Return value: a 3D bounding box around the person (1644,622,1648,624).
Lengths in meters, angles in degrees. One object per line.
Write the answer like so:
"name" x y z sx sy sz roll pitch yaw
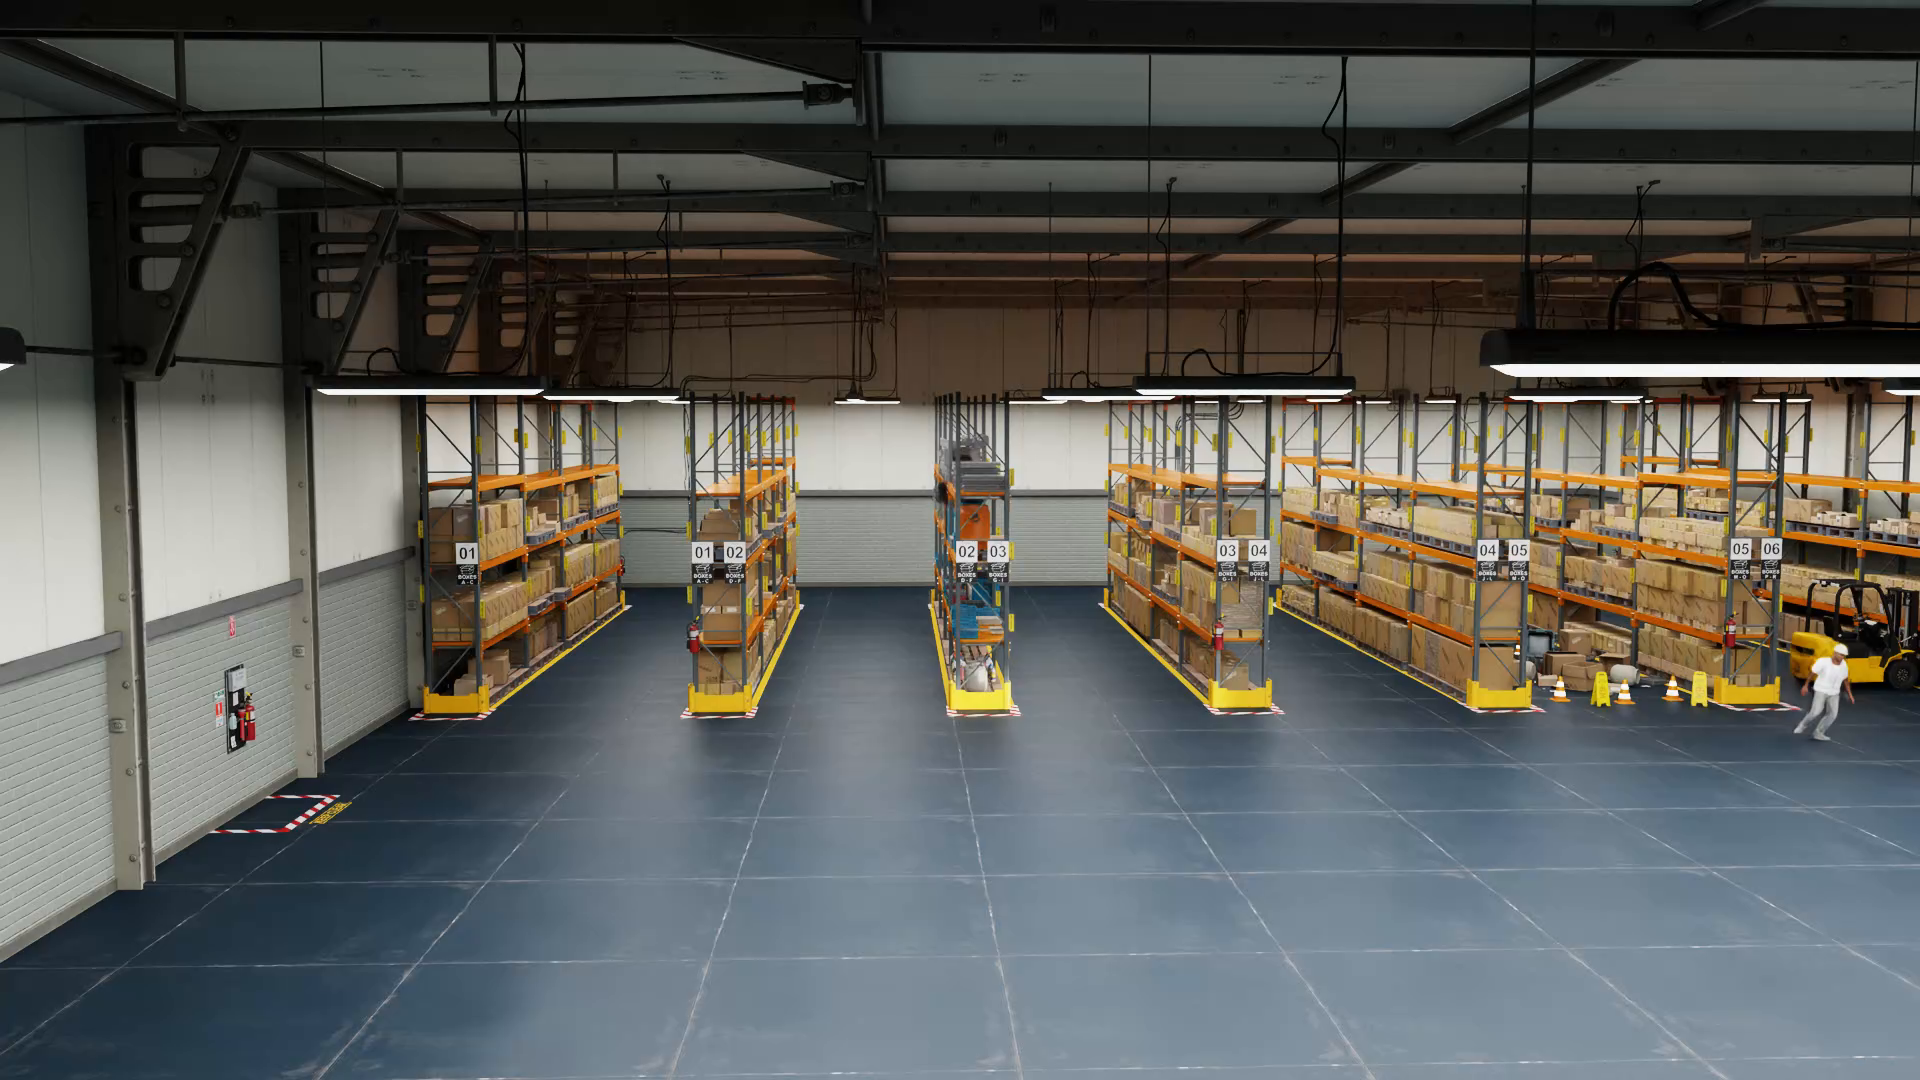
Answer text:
"person" 17.368 1.543 41.494 0.697 1.725 0.880 -2 5 -20

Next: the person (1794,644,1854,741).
"person" 14.806 2.591 28.448 0.829 1.682 0.696 -1 5 -7

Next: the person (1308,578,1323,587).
"person" 10.438 0.968 48.792 0.881 1.770 0.674 3 5 30
